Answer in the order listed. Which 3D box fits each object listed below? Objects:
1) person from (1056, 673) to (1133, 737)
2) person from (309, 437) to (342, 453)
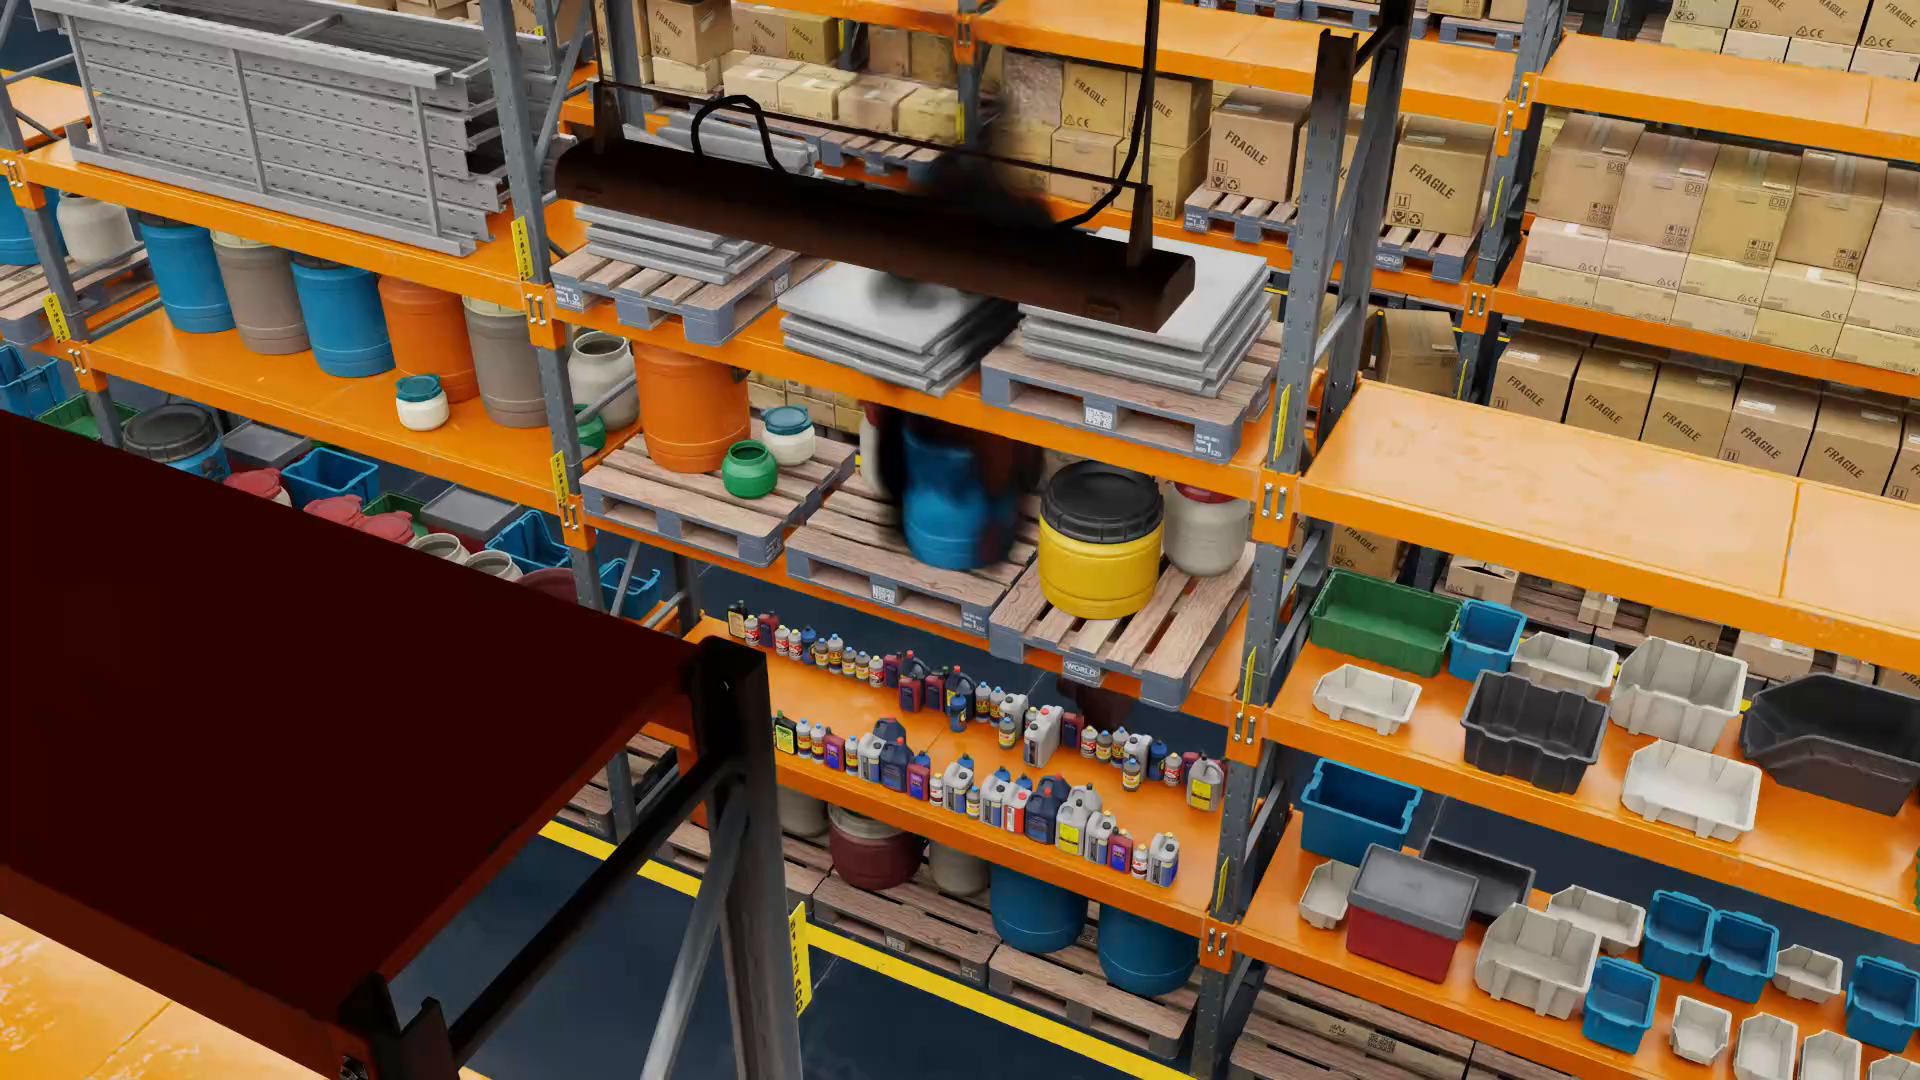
[{"bbox_3d":[0.988,1.139,10.792,0.721,1.754,0.872,-29,44,-35],"label":"person"},{"bbox_3d":[-5.232,-0.922,13.657,0.642,1.739,0.936,-26,43,-32],"label":"person"}]
